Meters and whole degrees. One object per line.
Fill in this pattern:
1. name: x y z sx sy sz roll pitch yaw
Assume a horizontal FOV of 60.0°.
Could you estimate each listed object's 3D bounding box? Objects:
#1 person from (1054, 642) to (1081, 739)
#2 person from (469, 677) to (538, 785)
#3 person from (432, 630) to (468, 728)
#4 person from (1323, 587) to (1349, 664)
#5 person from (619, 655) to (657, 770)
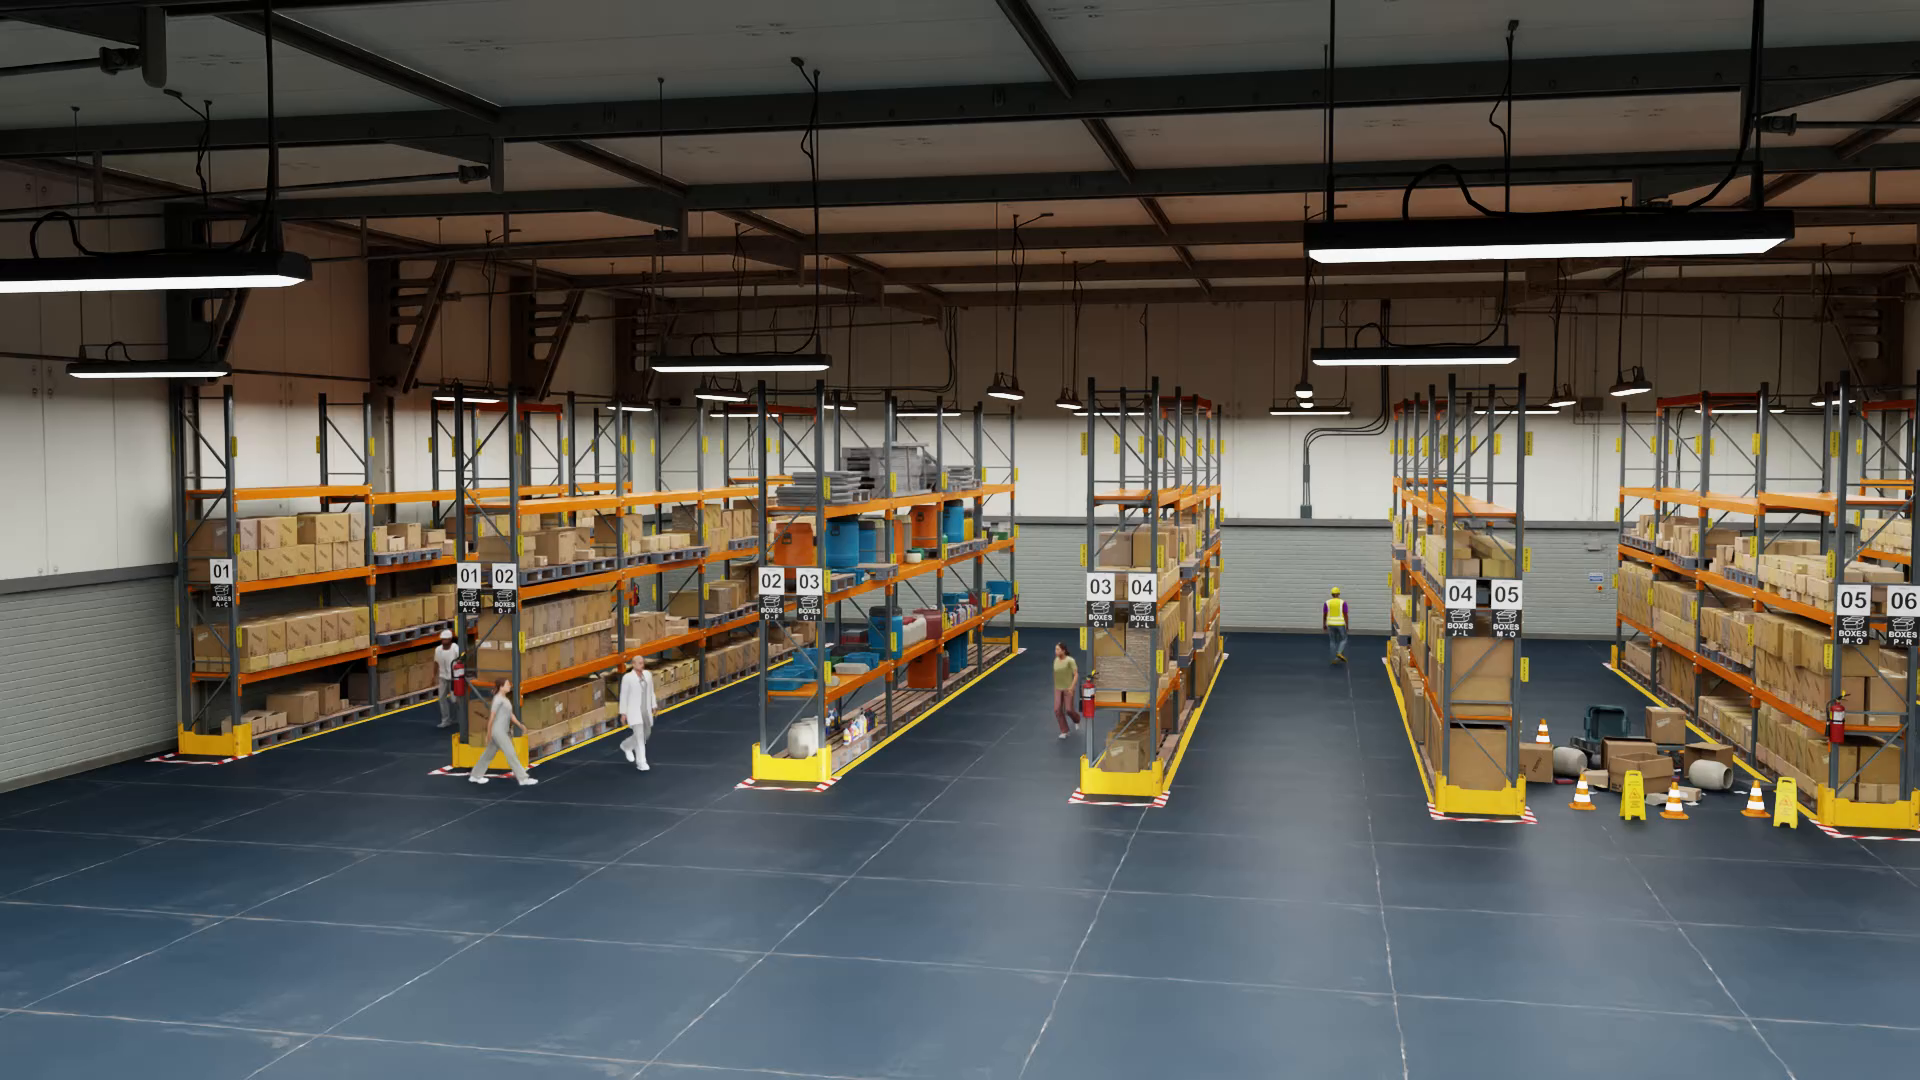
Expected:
1. person: 1.835 2.580 28.760 0.507 1.642 0.615 2 4 31
2. person: -6.723 2.805 24.455 1.089 1.593 0.501 0 3 8
3. person: -9.141 2.467 29.871 0.672 1.746 0.619 1 3 13
4. person: 8.678 1.975 38.407 0.599 1.766 0.507 1 3 21
5. person: -5.034 2.715 25.957 0.965 1.647 0.644 3 4 43
